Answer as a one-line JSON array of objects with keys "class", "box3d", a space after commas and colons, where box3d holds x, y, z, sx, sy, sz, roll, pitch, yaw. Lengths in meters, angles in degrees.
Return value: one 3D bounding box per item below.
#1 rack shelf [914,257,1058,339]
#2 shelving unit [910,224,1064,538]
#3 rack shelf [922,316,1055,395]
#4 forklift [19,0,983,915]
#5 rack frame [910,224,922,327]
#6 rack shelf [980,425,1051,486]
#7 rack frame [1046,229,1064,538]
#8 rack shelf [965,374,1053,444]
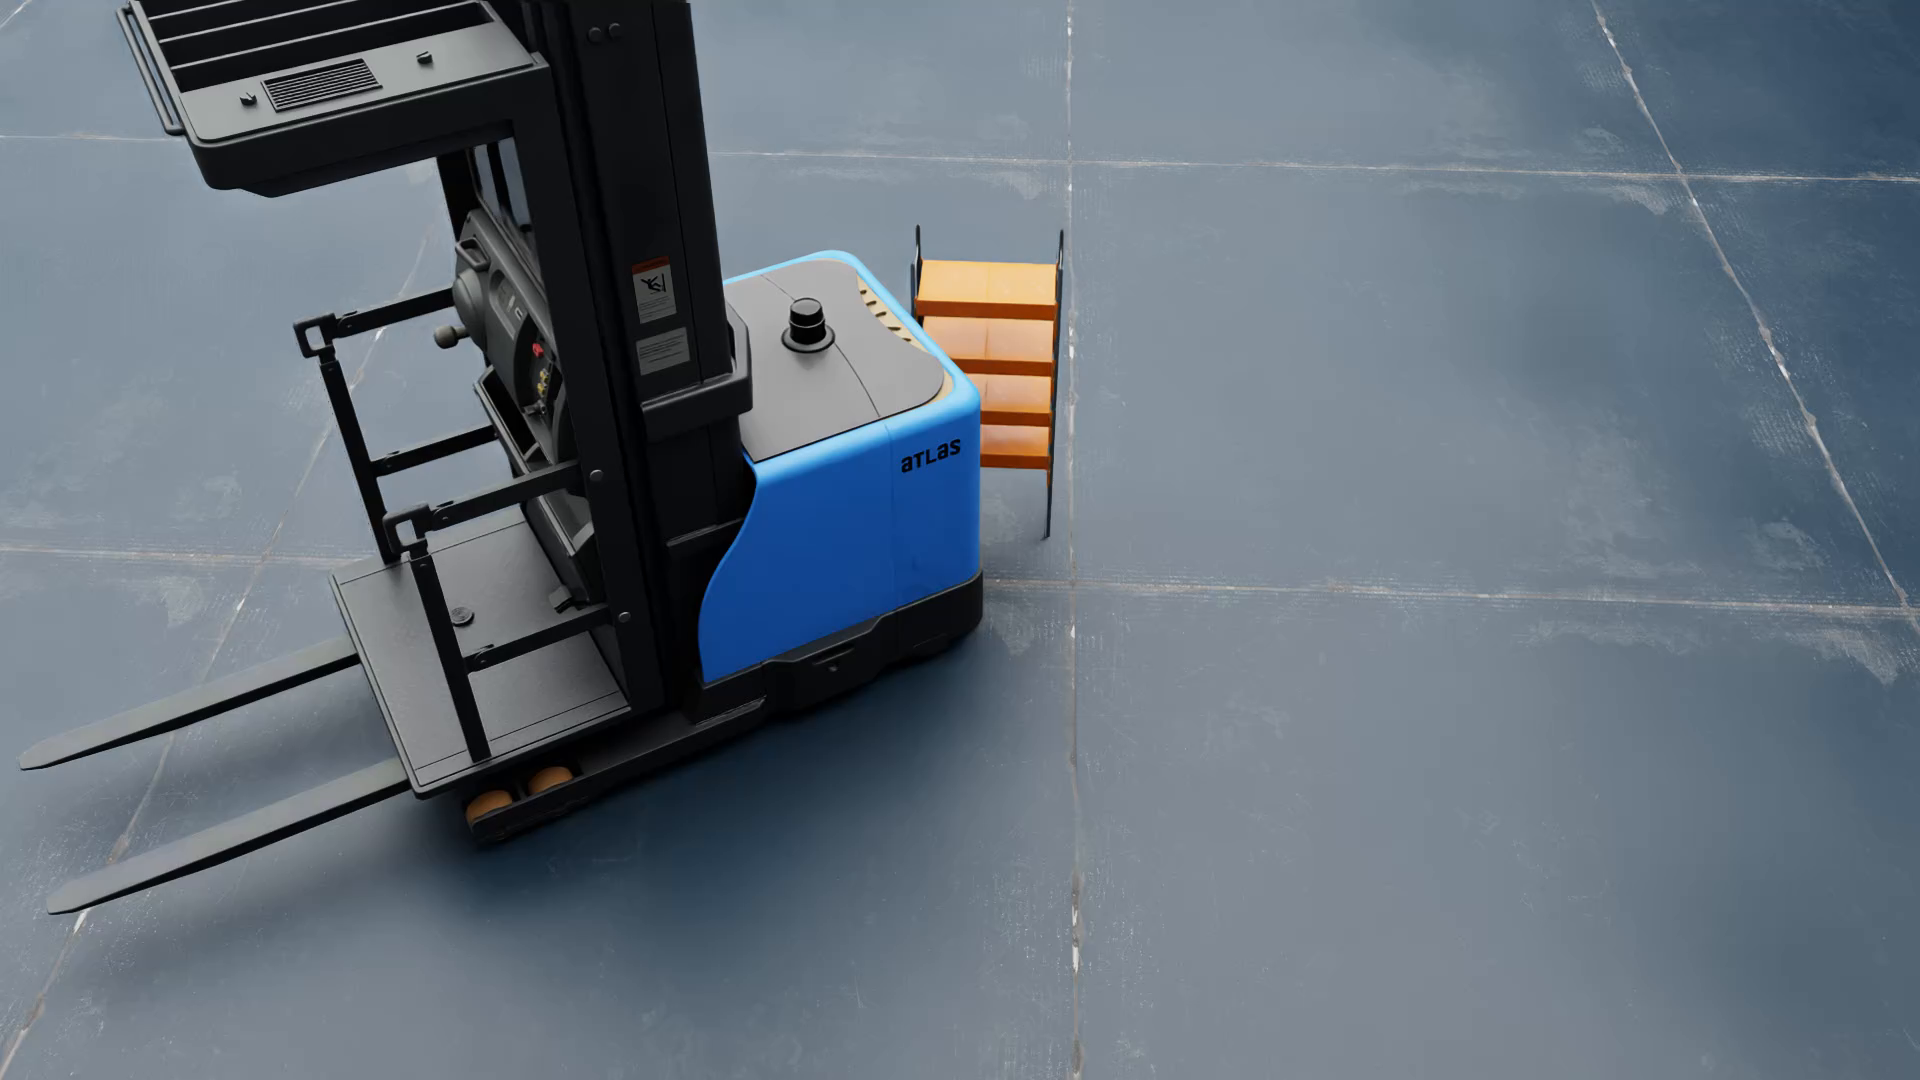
[{"class": "rack shelf", "box3d": [0.094, -0.828, 5.682, 0.480, 0.148, 0.258, 2, 43, 3]}, {"class": "shelving unit", "box3d": [0.094, -0.540, 5.950, 0.503, 1.200, 0.258, 2, 43, 3]}, {"class": "rack shelf", "box3d": [0.094, -0.655, 5.843, 0.480, 0.148, 0.258, 2, 43, 3]}, {"class": "forklift", "box3d": [-1.459, -0.538, 4.678, 3.031, 2.935, 1.130, -21, 47, -21]}, {"class": "rack frame", "box3d": [-0.149, -0.551, 5.961, 0.015, 1.200, 0.240, 2, 43, 3]}, {"class": "rack shelf", "box3d": [0.094, -0.346, 6.131, 0.480, 0.148, 0.258, 2, 43, 3]}, {"class": "rack frame", "box3d": [0.338, -0.530, 5.939, 0.015, 1.200, 0.240, 2, 43, 3]}, {"class": "rack shelf", "box3d": [0.094, -0.491, 5.996, 0.480, 0.148, 0.258, 2, 43, 3]}]
